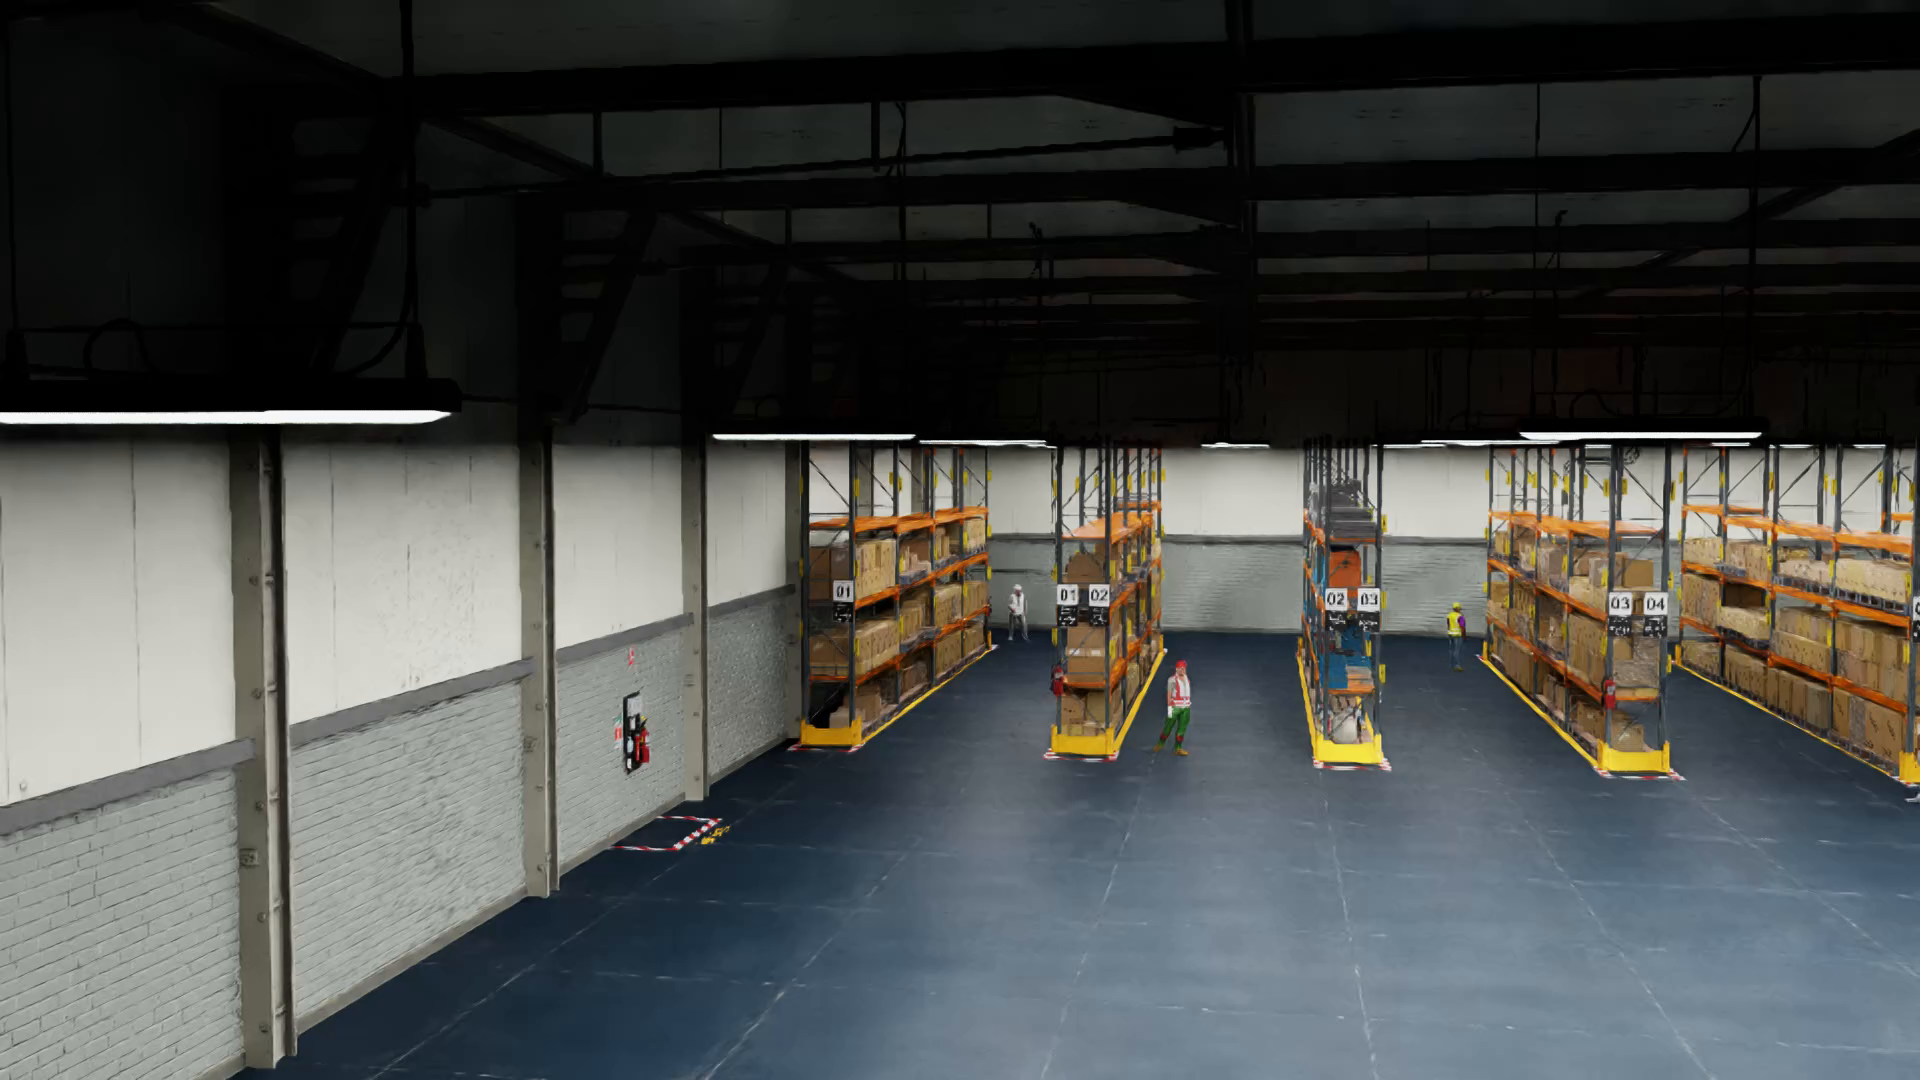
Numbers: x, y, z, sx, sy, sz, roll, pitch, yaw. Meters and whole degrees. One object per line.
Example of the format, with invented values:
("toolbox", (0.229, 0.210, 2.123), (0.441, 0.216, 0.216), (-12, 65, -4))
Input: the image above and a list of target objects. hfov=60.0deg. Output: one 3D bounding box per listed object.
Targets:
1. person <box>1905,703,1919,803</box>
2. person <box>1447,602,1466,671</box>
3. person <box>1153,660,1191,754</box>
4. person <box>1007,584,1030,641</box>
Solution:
("person", (15.680, 3.394, 26.826), (0.555, 1.768, 0.672), (-1, 3, -11))
("person", (12.927, 2.488, 43.165), (0.447, 1.771, 0.632), (-1, 3, -21))
("person", (4.008, 3.140, 31.297), (0.732, 1.779, 0.528), (-2, 4, -30))
("person", (1.724, 2.164, 49.931), (0.683, 1.713, 0.837), (0, 3, -6))
